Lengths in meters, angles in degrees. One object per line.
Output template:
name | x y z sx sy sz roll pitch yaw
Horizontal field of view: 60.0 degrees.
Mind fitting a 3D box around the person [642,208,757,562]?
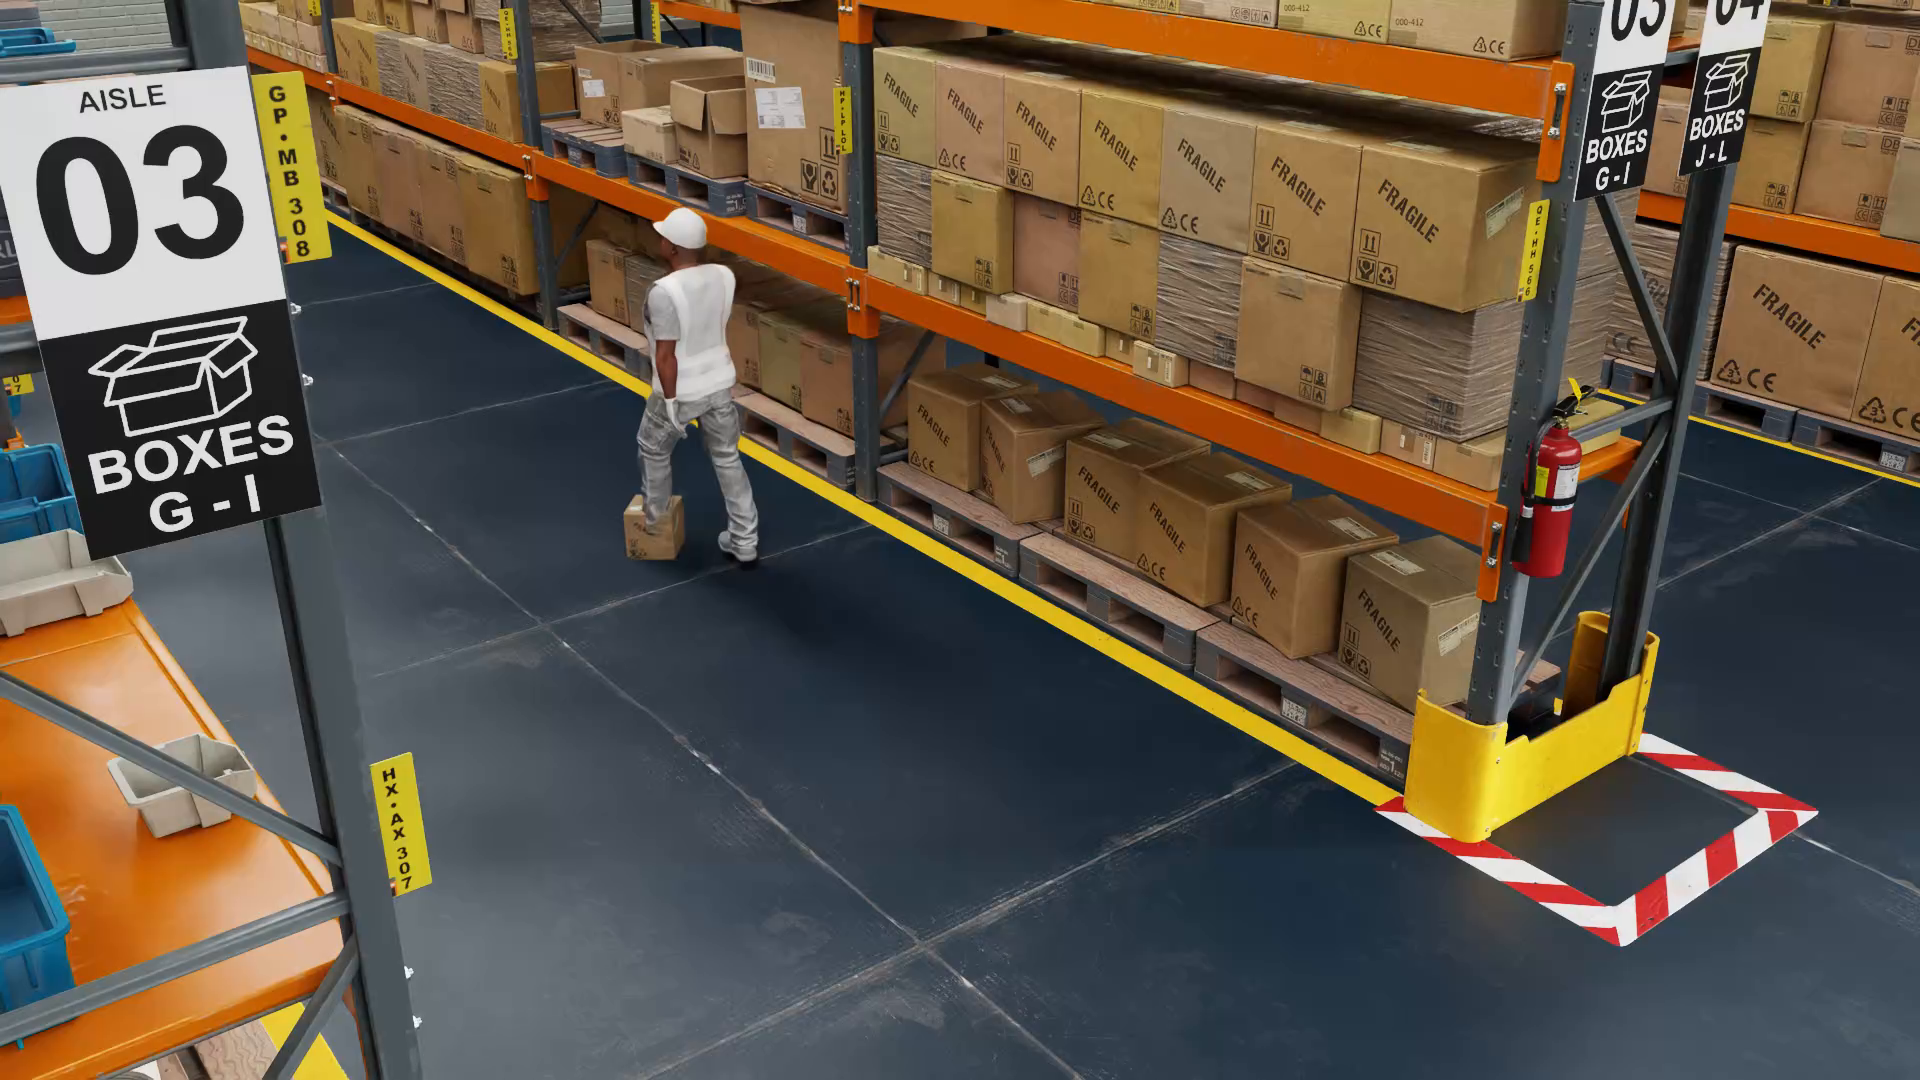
person | -1.361 -0.742 8.223 0.754 1.825 0.549 22 32 39
